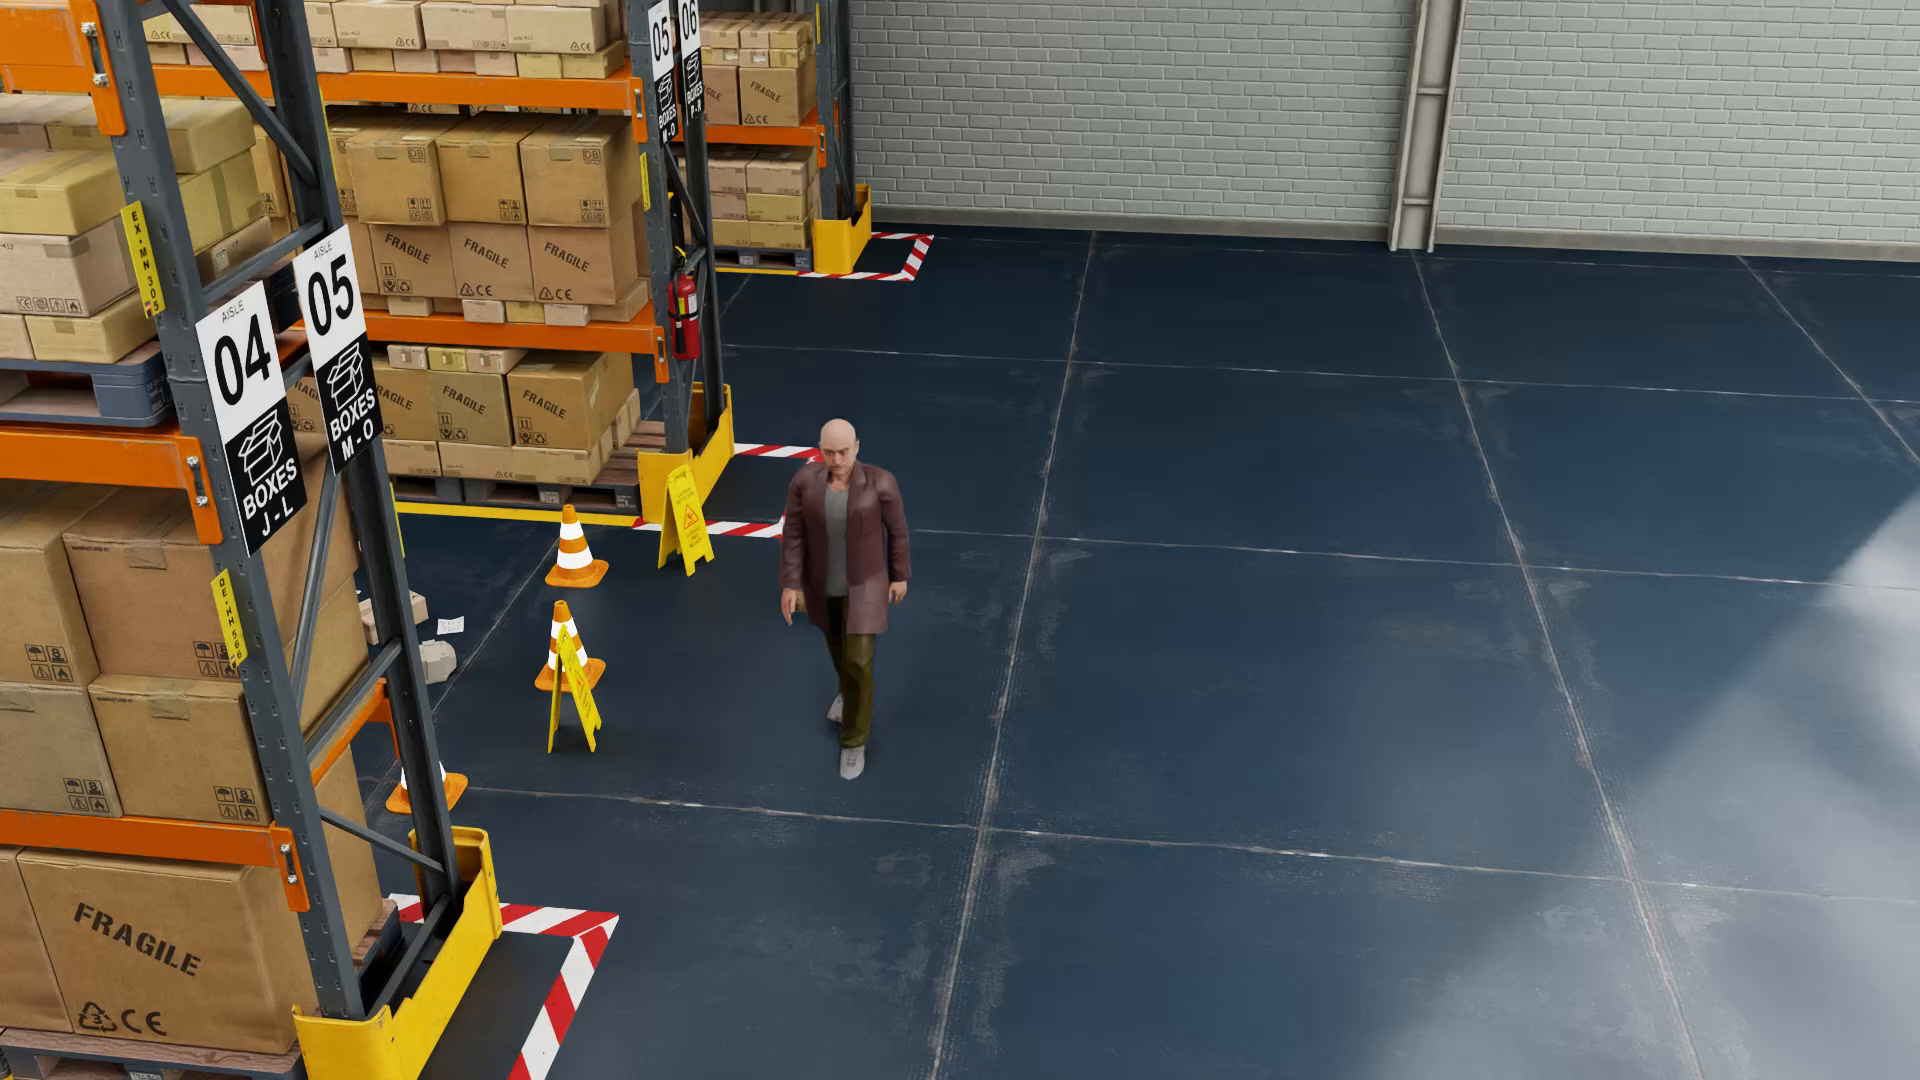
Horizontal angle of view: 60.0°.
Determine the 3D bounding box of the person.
[{"bbox_3d":[-0.563,0.252,8.212,0.606,1.845,0.770,7,29,13],"label":"person"}]
